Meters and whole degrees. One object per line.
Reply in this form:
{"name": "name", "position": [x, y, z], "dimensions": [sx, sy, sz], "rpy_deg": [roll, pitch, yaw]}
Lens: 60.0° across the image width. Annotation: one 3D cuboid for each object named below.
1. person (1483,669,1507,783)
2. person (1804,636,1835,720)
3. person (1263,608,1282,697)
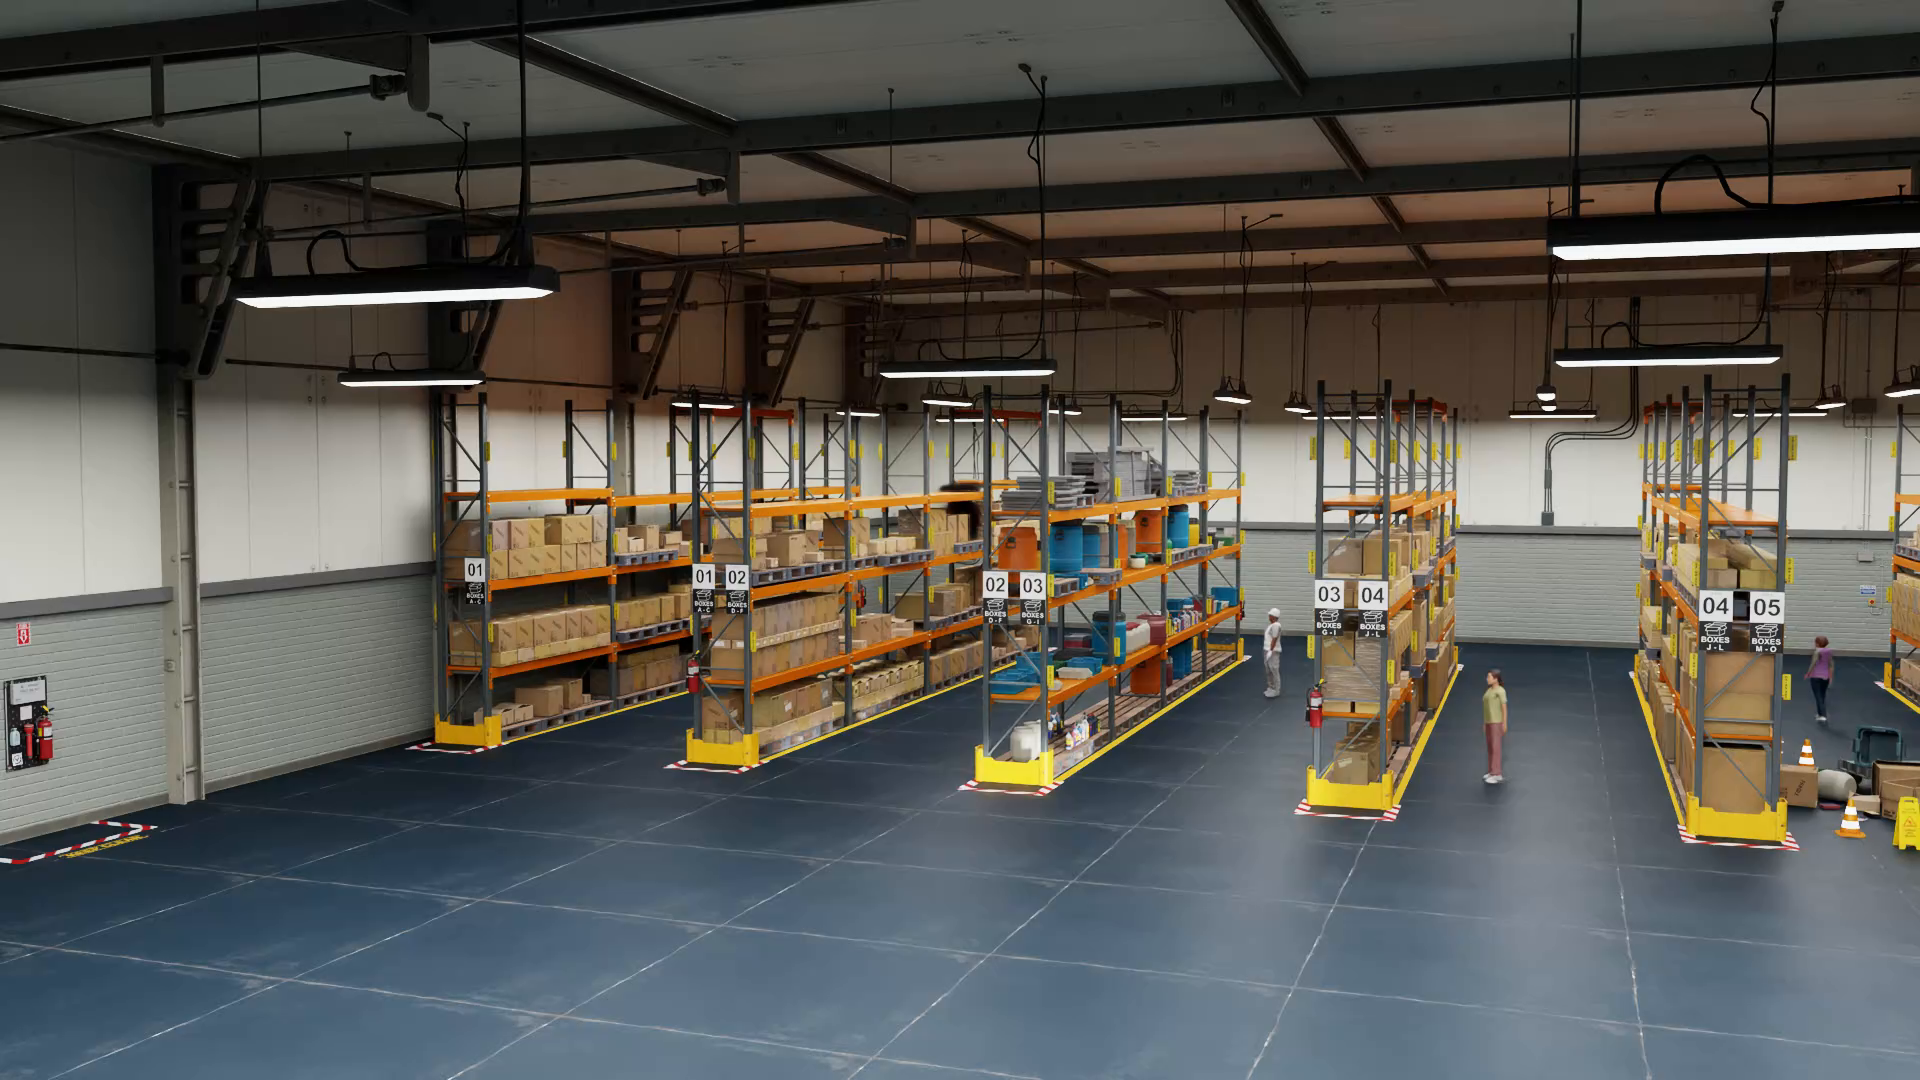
{"name": "person", "position": [8.117, 2.816, 25.329], "dimensions": [0.456, 1.682, 0.579], "rpy_deg": [0, 3, -7]}
{"name": "person", "position": [15.956, 2.557, 30.865], "dimensions": [0.502, 1.579, 0.841], "rpy_deg": [1, 3, 10]}
{"name": "person", "position": [6.403, 2.290, 34.102], "dimensions": [0.438, 1.788, 0.573], "rpy_deg": [-1, 3, -10]}
